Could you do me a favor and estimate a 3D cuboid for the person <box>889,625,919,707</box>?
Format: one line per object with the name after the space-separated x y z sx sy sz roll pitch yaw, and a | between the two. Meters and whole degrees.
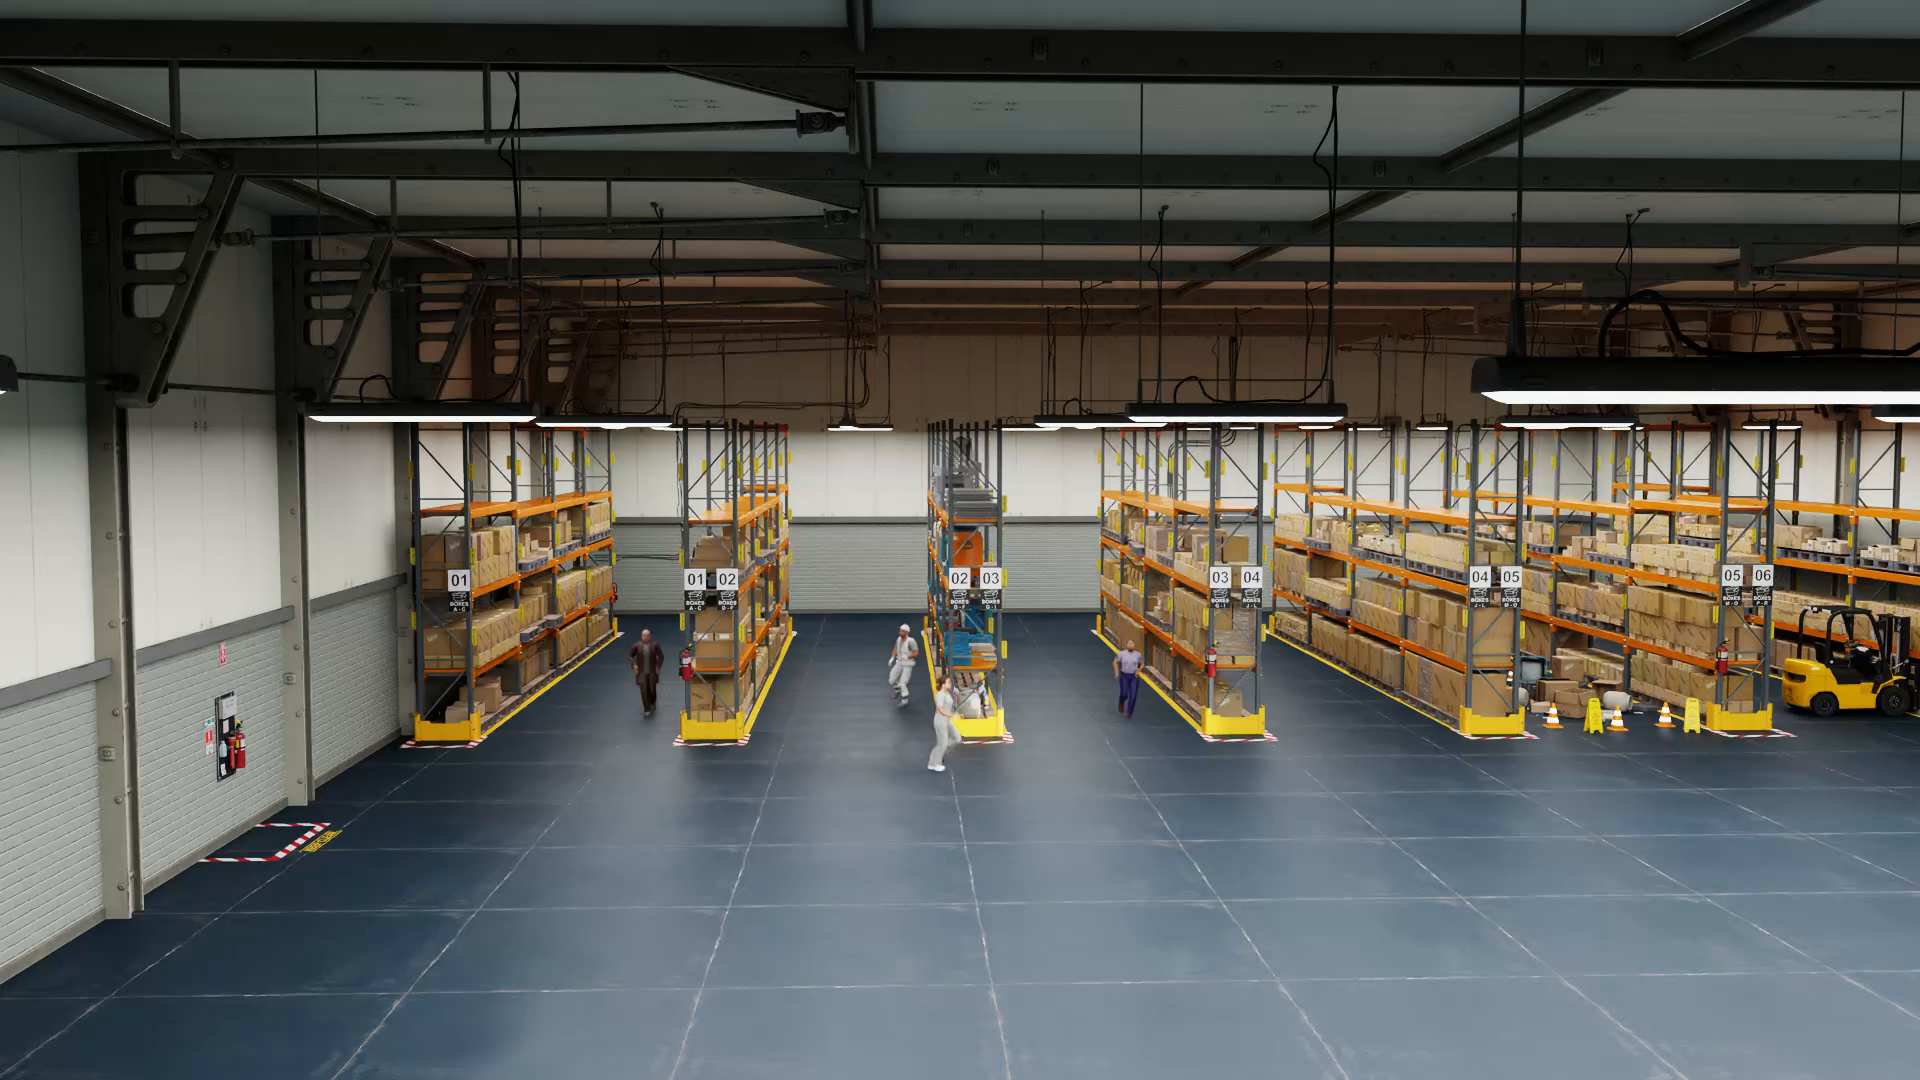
-1.201 2.639 34.881 0.795 1.737 0.527 2 4 29 | person

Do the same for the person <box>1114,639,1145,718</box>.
3.409 2.787 33.408 0.614 1.597 0.548 0 4 0 | person

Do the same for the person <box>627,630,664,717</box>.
-6.385 2.690 33.790 0.724 1.744 0.645 -1 4 -9 | person

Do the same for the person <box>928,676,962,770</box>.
-0.242 3.100 28.212 0.636 1.623 0.543 1 4 17 | person
